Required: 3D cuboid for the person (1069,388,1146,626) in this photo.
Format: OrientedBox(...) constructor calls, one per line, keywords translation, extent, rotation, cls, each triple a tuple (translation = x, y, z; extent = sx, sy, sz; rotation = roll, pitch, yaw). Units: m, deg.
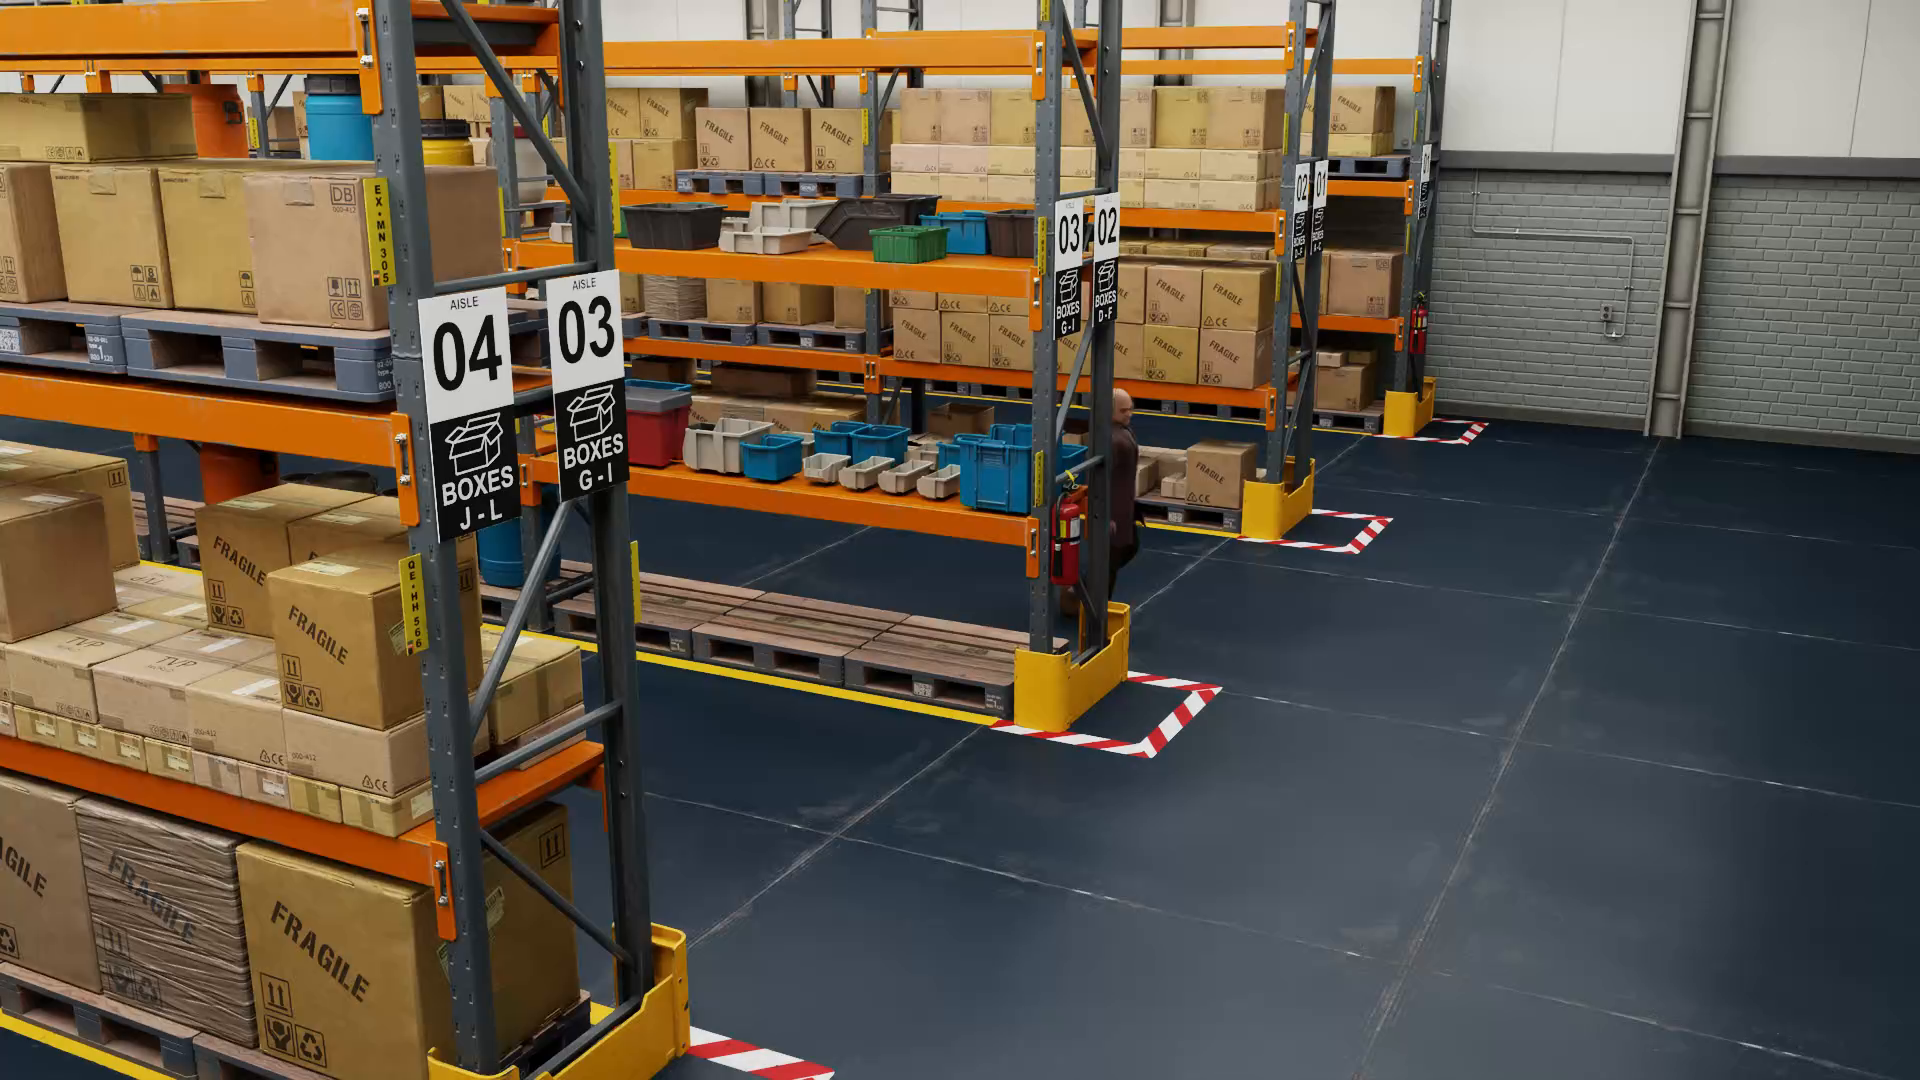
OrientedBox(translation=(1.056, -0.234, 11.967), extent=(0.549, 1.772, 0.720), rotation=(3, 16, 10), cls="person")
